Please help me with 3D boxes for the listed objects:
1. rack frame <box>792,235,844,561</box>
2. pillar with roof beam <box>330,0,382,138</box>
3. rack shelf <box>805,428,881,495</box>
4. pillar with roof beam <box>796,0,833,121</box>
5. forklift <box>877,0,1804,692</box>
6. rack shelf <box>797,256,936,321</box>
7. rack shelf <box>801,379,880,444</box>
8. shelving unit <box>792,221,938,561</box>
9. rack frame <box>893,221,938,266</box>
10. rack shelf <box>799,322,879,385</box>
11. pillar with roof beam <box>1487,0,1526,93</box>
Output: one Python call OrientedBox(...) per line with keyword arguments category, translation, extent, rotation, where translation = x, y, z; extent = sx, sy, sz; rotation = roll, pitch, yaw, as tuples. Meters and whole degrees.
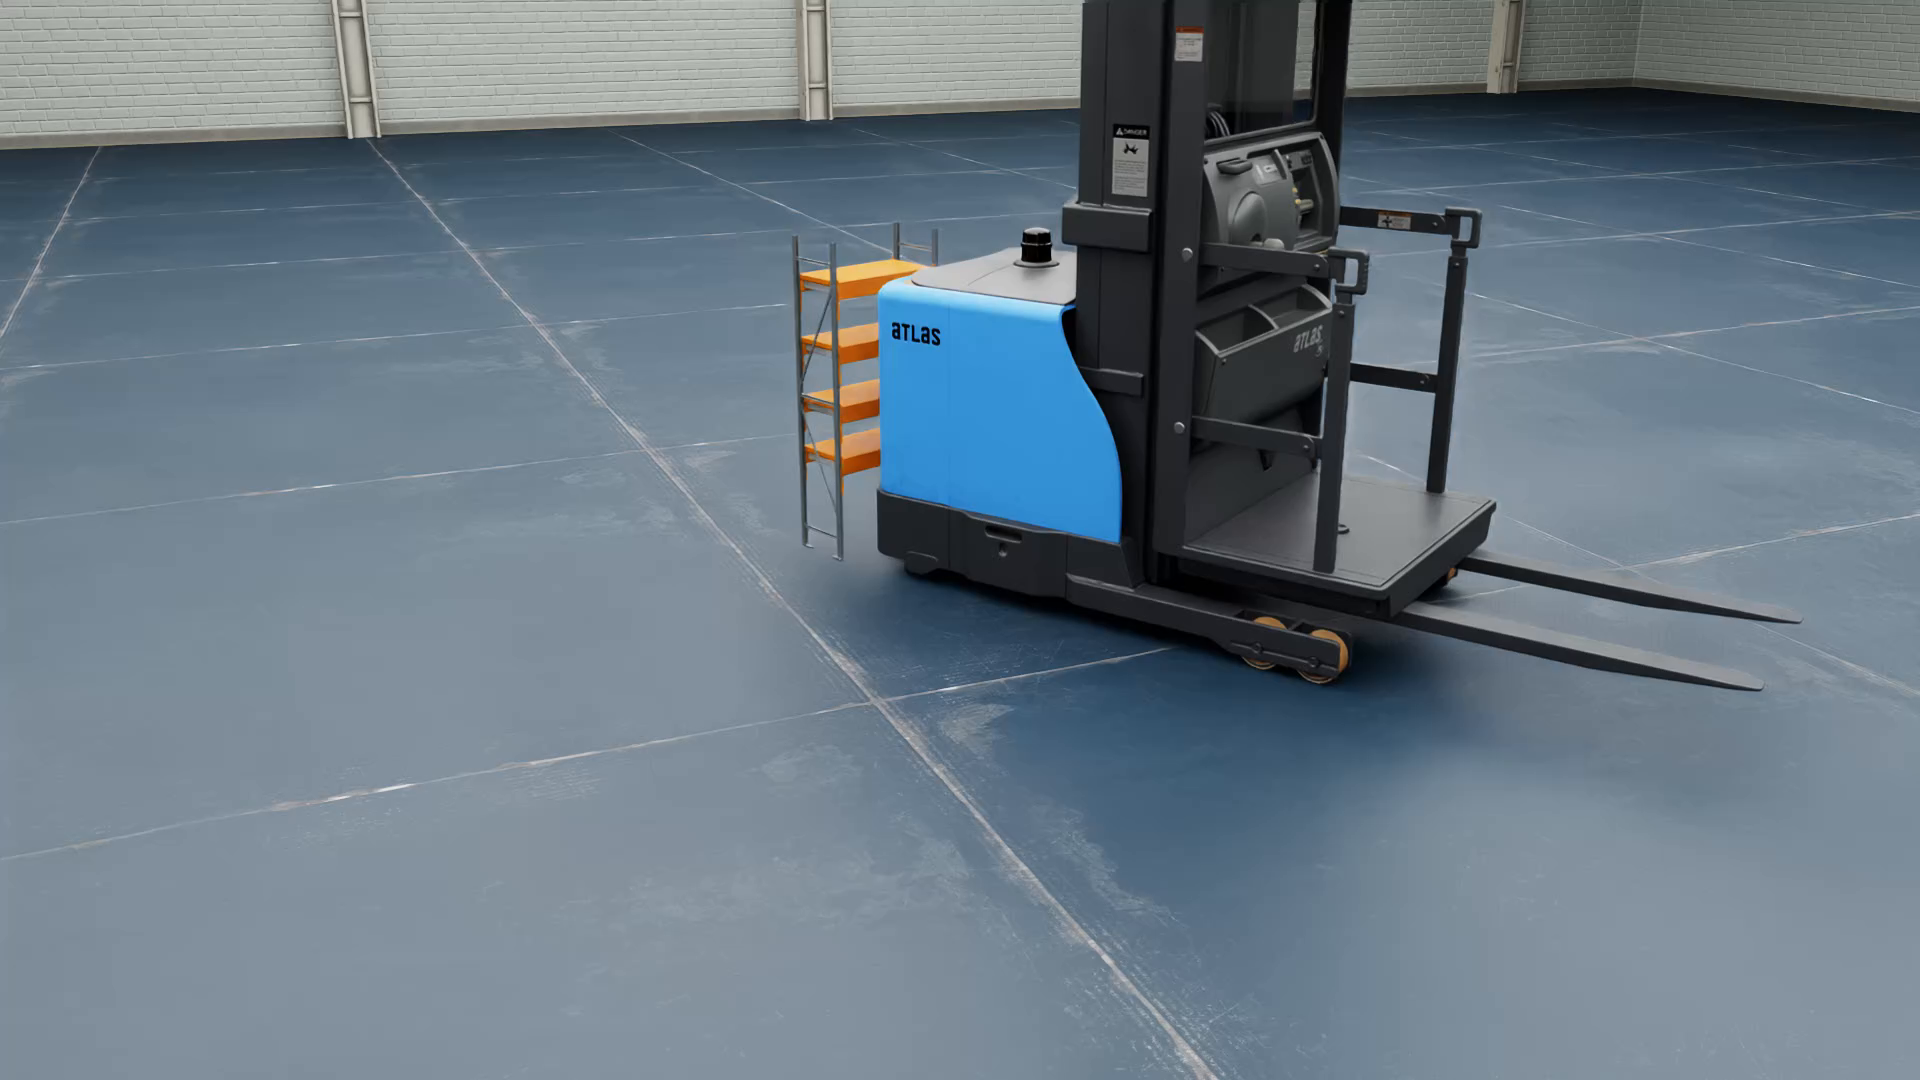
OrientedBox(category="rack frame", translation=(-0.527, -0.518, 6.186), extent=(0.015, 1.200, 0.240), rotation=(-17, 26, -40))
OrientedBox(category="pillar with roof beam", translation=(-5.812, -8.019, 15.747), extent=(0.400, 9.000, 9.100), rotation=(-8, 21, -22))
OrientedBox(category="rack shelf", translation=(-0.348, -0.322, 6.431), extent=(0.480, 0.148, 0.258), rotation=(-17, 26, -40))
OrientedBox(category="pillar with roof beam", translation=(-0.303, -8.808, 17.989), extent=(0.400, 9.000, 9.100), rotation=(-8, 21, -22))
OrientedBox(category="forklift", translation=(1.193, -1.130, 5.319), extent=(3.031, 2.935, 1.130), rotation=(13, 23, 33))
OrientedBox(category="rack shelf", translation=(-0.348, -0.944, 6.212), extent=(0.480, 0.148, 0.258), rotation=(-17, 26, -40))
OrientedBox(category="rack shelf", translation=(-0.348, -0.509, 6.365), extent=(0.480, 0.148, 0.258), rotation=(-17, 26, -40))
OrientedBox(category="shelving unit", translation=(-0.348, -0.573, 6.343), extent=(0.503, 1.200, 0.258), rotation=(-17, 26, -40))
OrientedBox(category="rack frame", translation=(-0.169, -0.628, 6.499), extent=(0.015, 1.200, 0.240), rotation=(-17, 26, -40))
OrientedBox(category="rack shelf", translation=(-0.348, -0.720, 6.291), extent=(0.480, 0.148, 0.258), rotation=(-17, 26, -40))
OrientedBox(category="pillar with roof beam", translation=(10.716, -10.387, 22.472), extent=(0.400, 9.000, 9.100), rotation=(-8, 21, -22))
